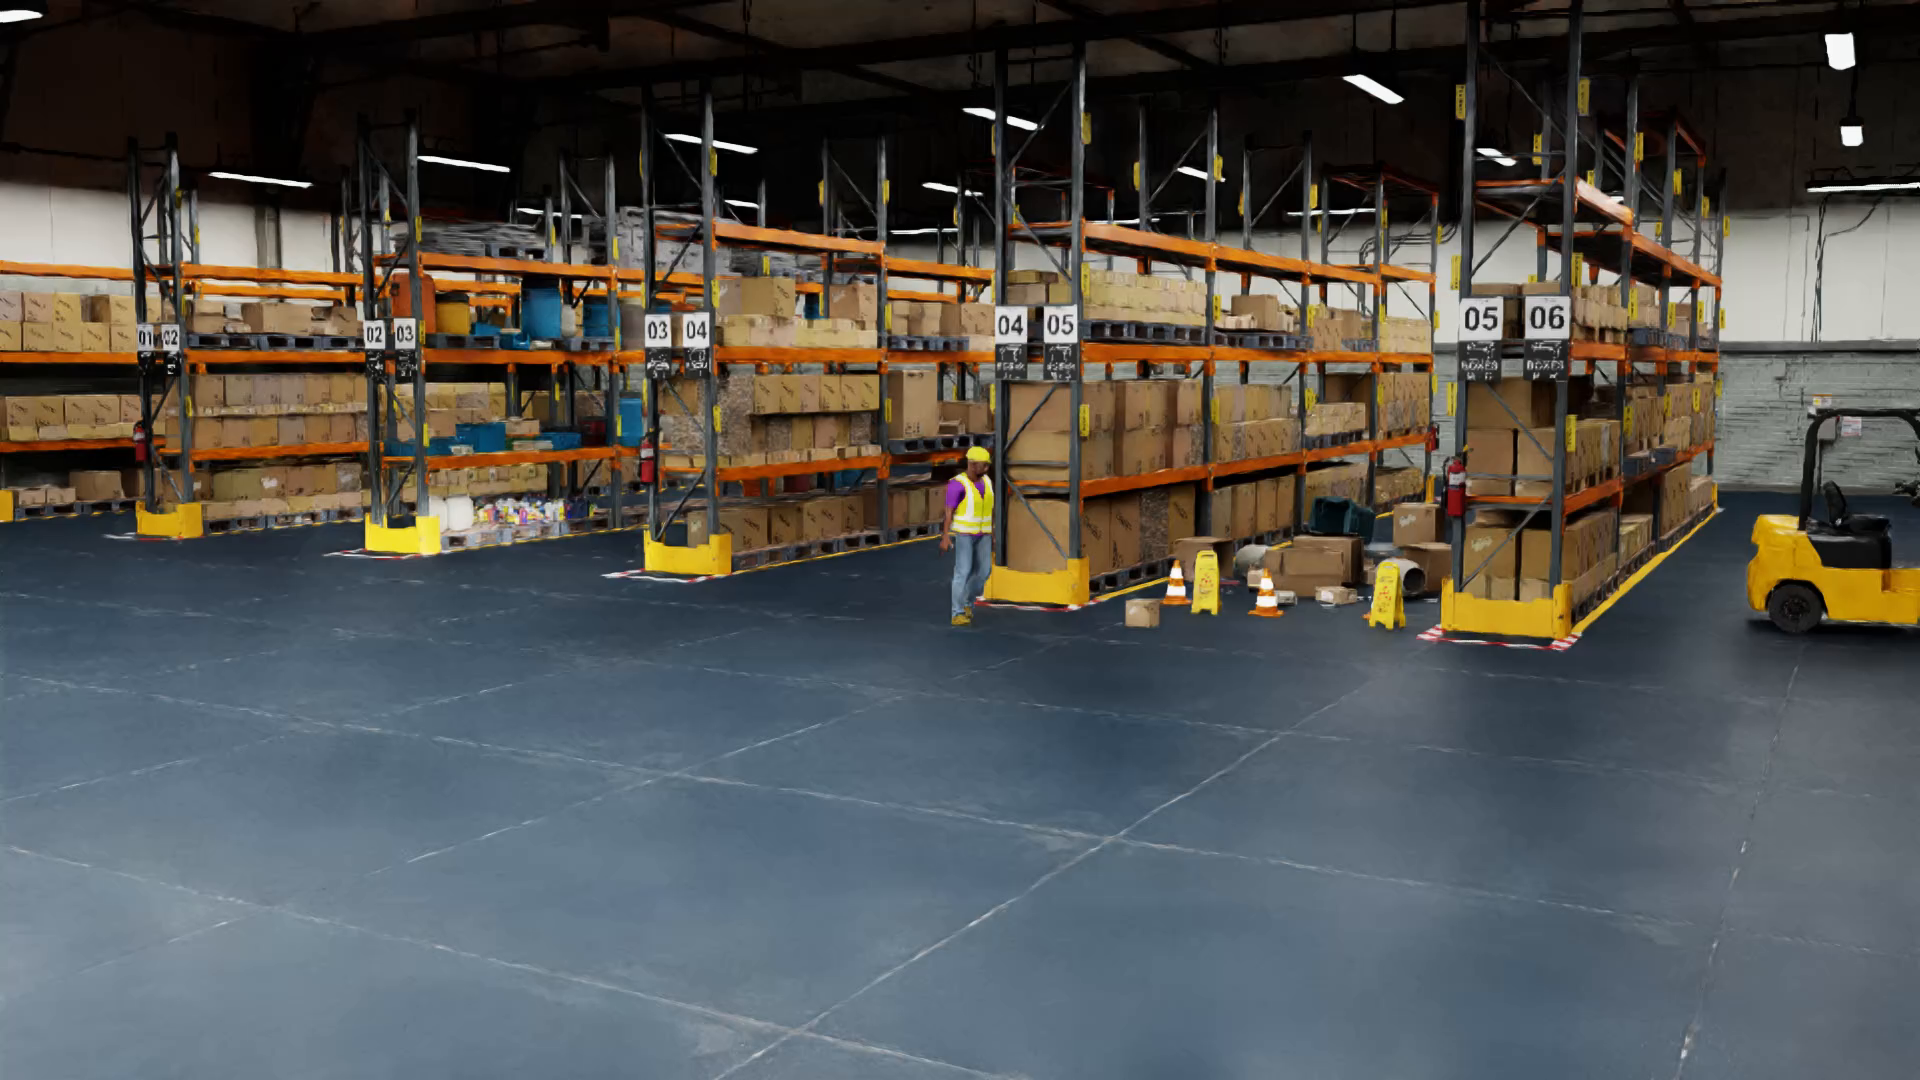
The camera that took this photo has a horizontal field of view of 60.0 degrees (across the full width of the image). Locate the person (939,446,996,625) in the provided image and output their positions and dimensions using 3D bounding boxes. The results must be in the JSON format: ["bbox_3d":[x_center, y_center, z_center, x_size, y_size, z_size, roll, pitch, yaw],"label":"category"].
[{"bbox_3d":[0.101,-0.056,16.587,0.651,1.762,0.480,-5,7,-37],"label":"person"}]
